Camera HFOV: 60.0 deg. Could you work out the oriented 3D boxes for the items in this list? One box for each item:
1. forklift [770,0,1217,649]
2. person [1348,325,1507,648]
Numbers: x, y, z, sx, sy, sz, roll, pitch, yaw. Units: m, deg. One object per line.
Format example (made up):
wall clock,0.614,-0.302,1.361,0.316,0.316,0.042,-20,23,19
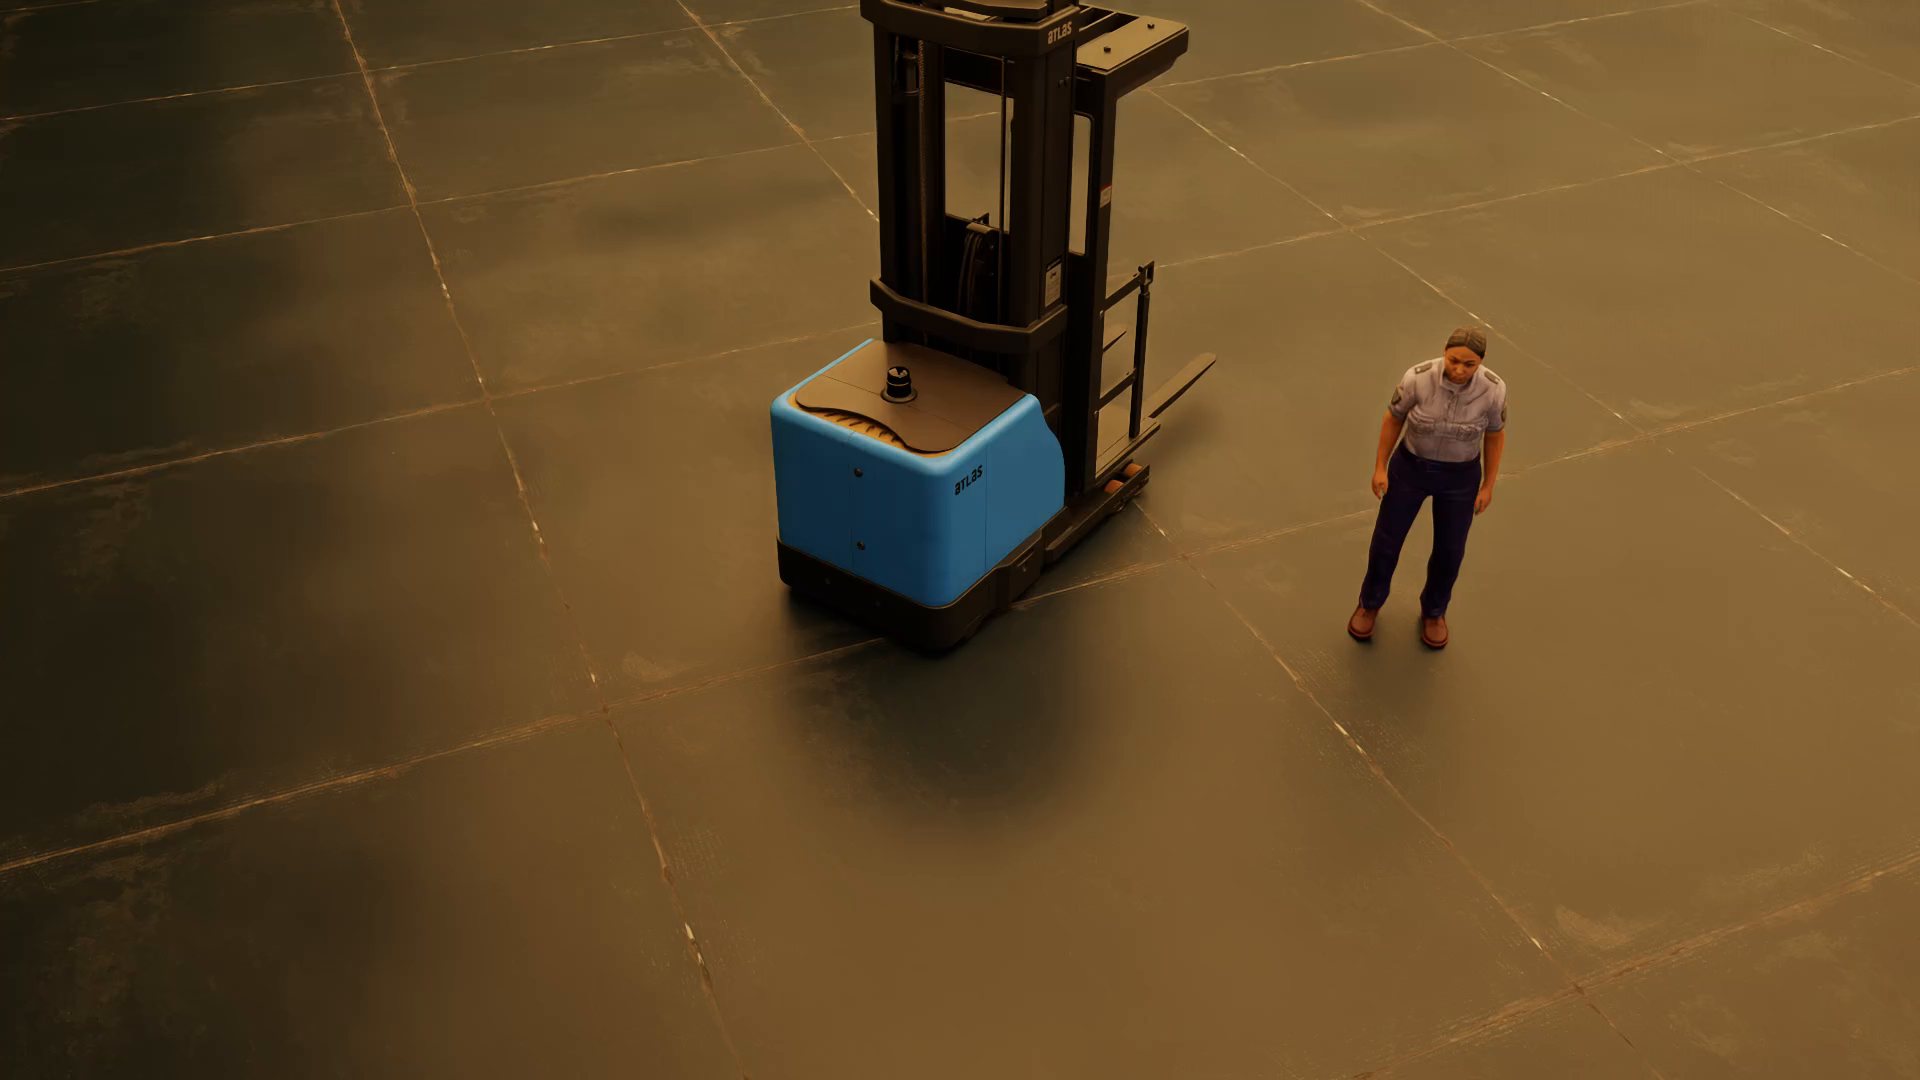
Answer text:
forklift,0.364,-1.492,8.197,1.130,2.935,3.031,22,41,28
person,2.159,-0.266,7.584,0.542,1.646,0.382,9,36,12
